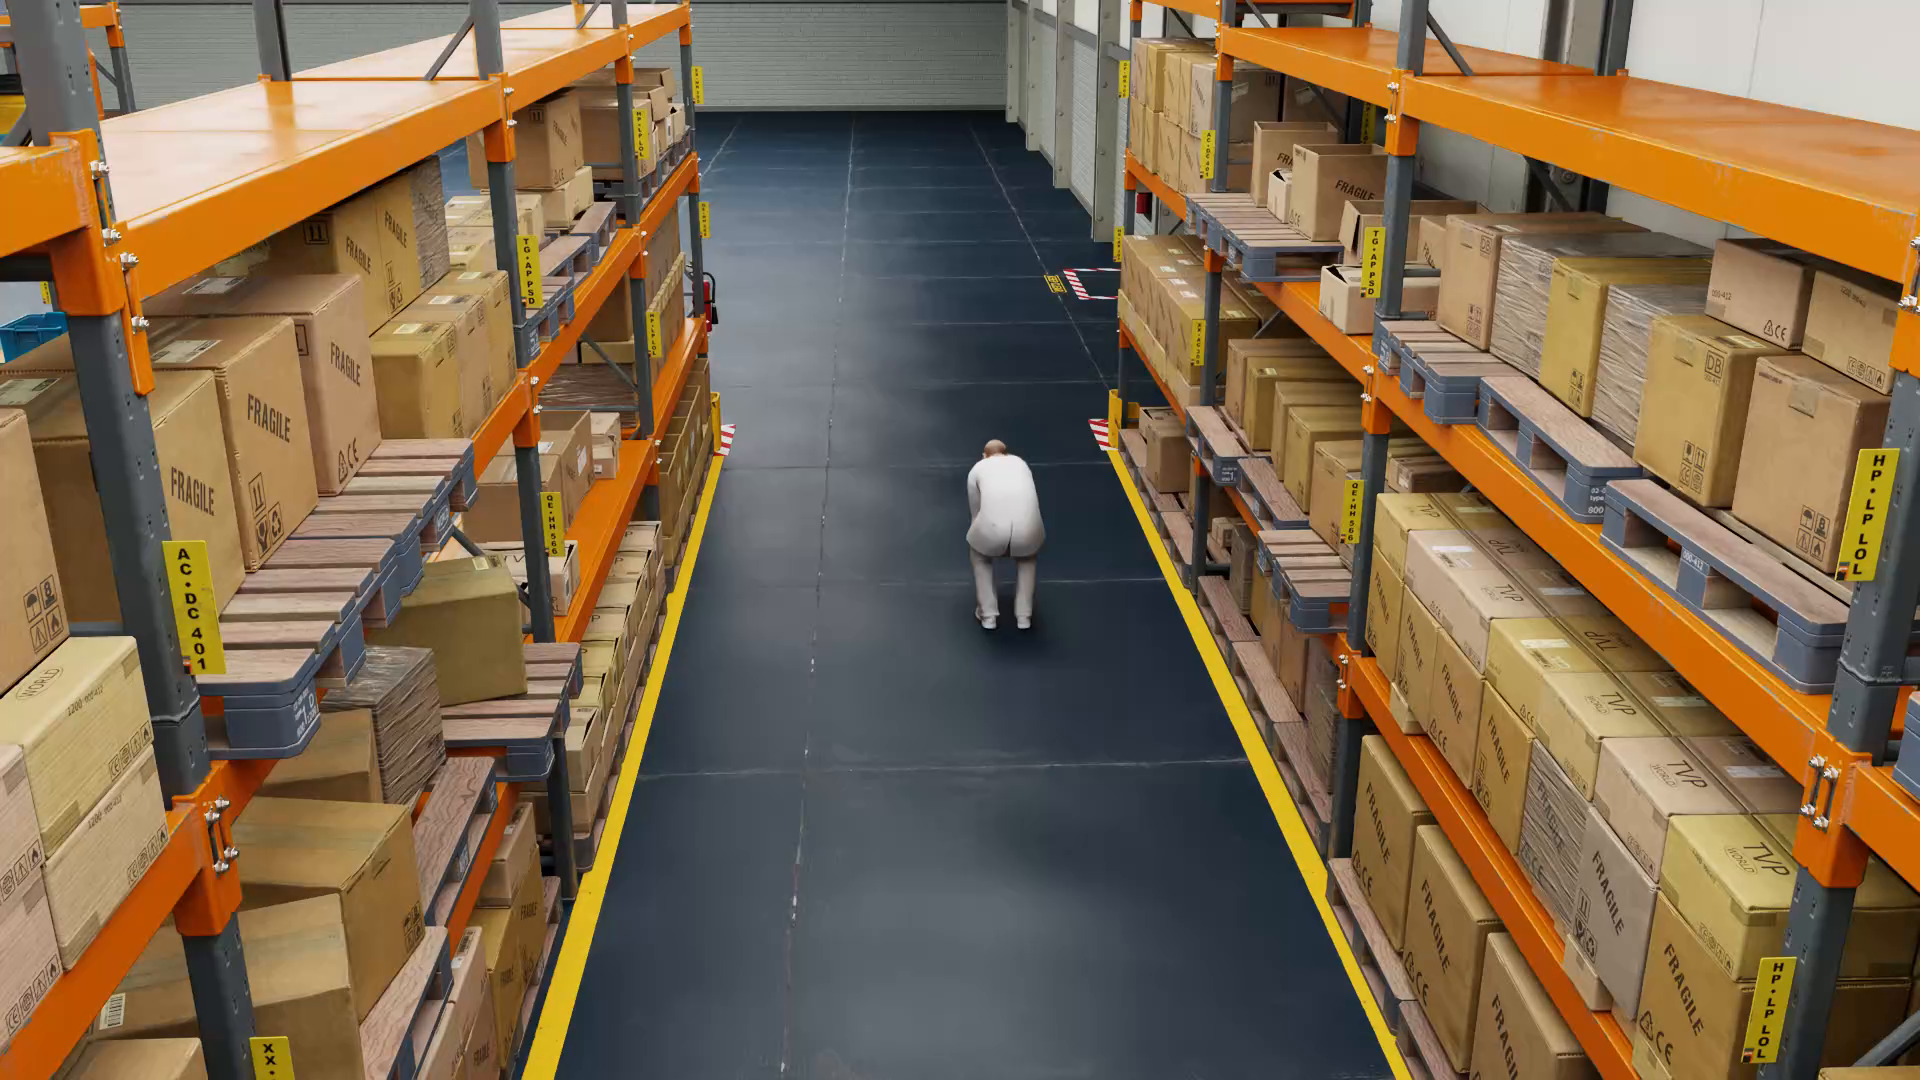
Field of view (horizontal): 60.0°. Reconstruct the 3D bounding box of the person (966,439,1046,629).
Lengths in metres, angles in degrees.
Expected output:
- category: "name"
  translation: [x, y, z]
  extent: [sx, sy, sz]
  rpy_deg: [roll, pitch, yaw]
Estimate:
- category: "person"
  translation: [0.312, -0.042, 12.043]
  extent: [0.578, 1.207, 0.927]
  rpy_deg: [-2, 20, -5]
